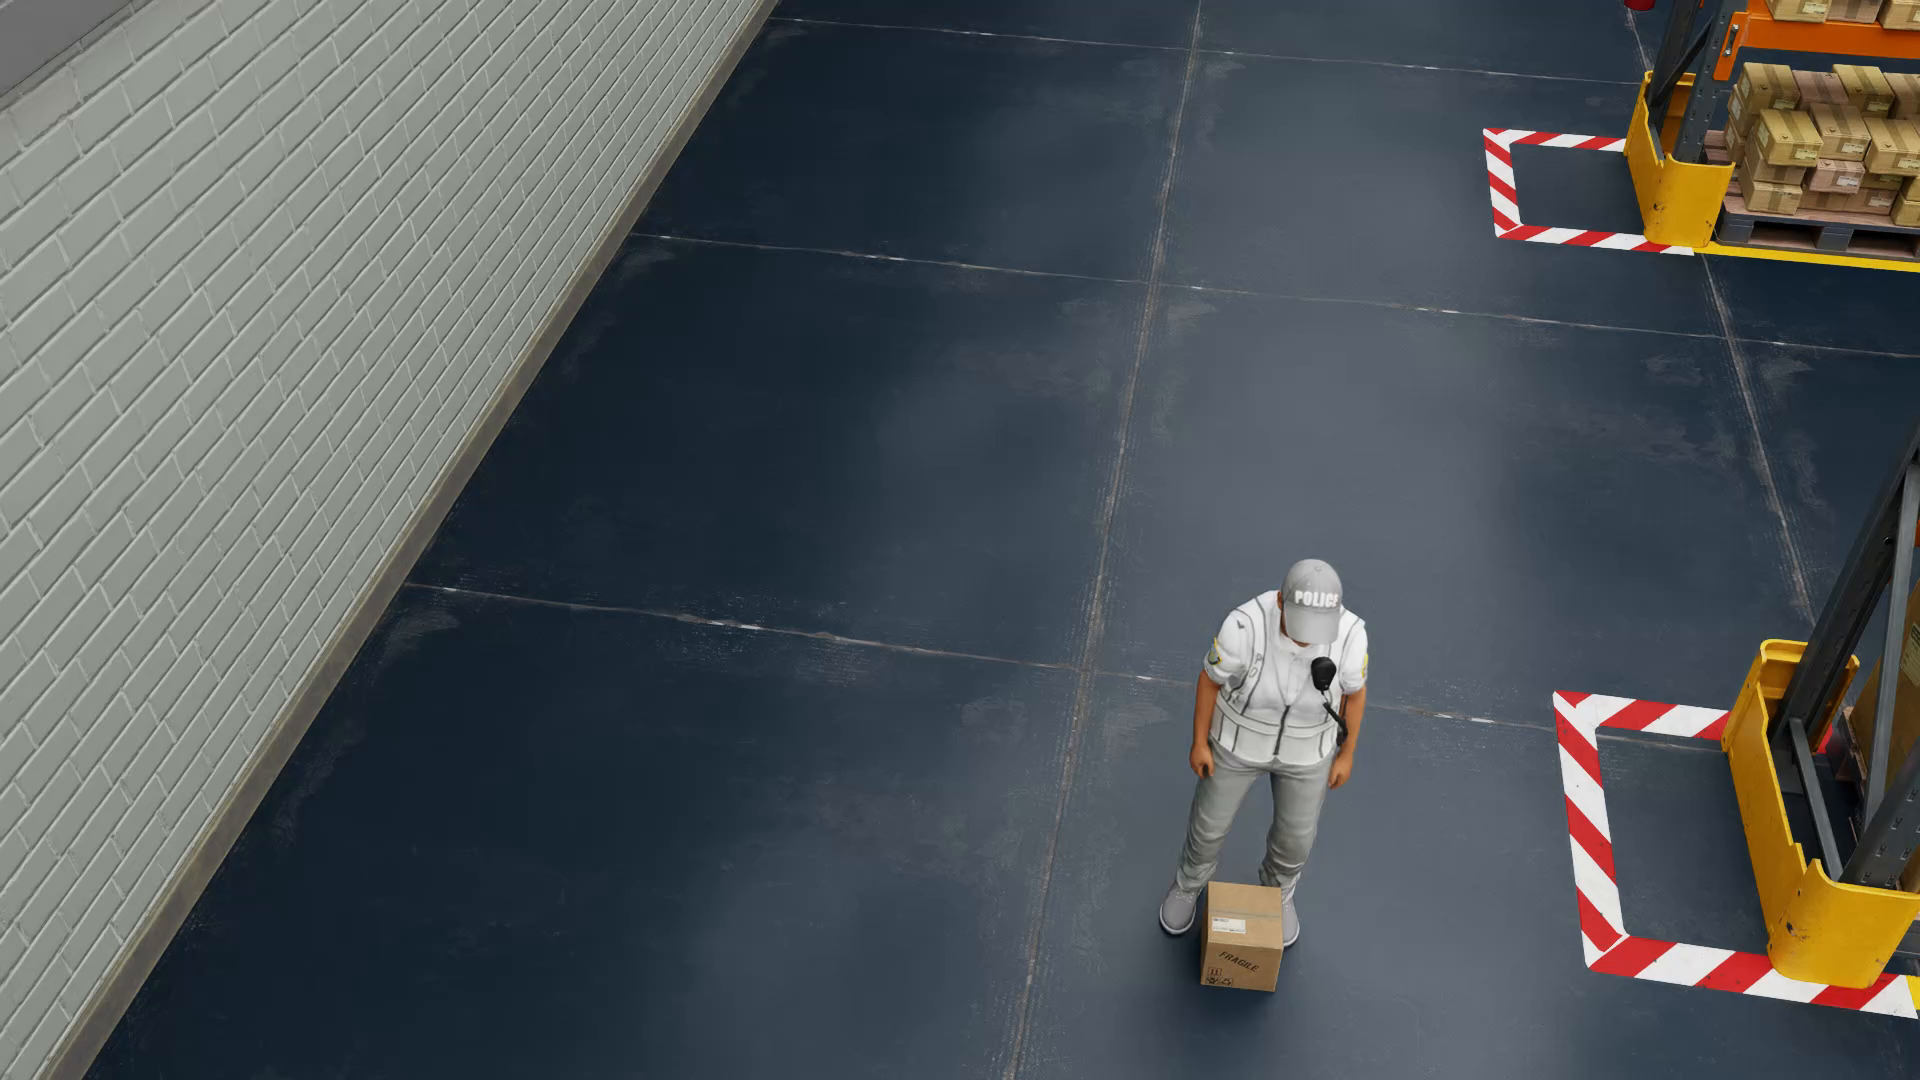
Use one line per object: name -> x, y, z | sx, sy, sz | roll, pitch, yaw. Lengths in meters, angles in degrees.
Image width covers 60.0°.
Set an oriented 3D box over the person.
person -> 0.994, 0.674, 5.371 | 0.564, 1.667, 0.465 | 4, 41, 5
